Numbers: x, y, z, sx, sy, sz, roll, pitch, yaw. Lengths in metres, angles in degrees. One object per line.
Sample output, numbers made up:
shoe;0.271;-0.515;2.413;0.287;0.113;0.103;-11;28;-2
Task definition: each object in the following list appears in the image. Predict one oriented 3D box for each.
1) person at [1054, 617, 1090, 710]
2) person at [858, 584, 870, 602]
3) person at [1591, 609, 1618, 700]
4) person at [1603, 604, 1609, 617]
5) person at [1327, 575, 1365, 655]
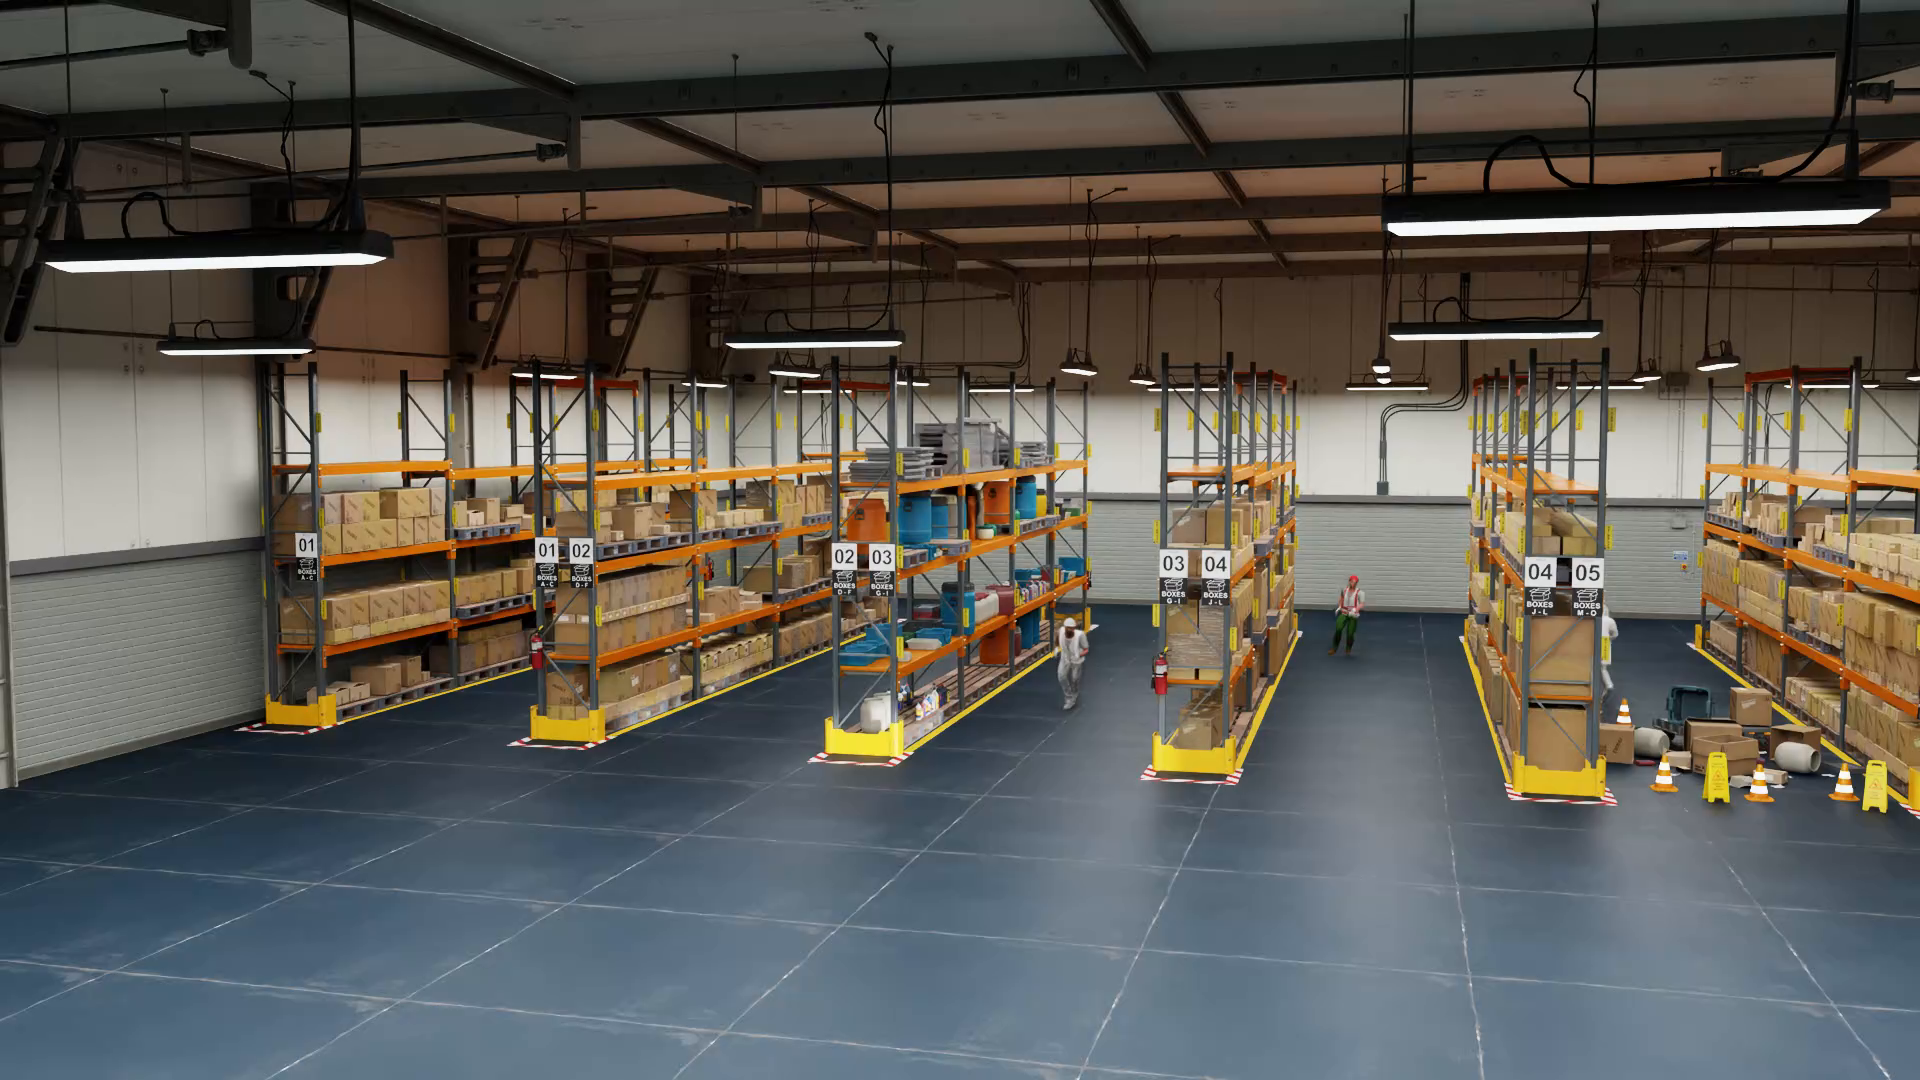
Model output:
person;1.968;2.120;29.203;0.697;1.608;1.099;1;4;16
person;-2.382;1.091;43.713;0.573;1.710;0.907;-4;6;-44
person;11.576;2.025;30.036;0.698;1.740;0.935;0;4;3
person;12.757;1.850;33.339;0.522;1.618;0.926;1;4;8
person;8.289;1.601;35.547;0.748;1.723;0.794;2;5;29
